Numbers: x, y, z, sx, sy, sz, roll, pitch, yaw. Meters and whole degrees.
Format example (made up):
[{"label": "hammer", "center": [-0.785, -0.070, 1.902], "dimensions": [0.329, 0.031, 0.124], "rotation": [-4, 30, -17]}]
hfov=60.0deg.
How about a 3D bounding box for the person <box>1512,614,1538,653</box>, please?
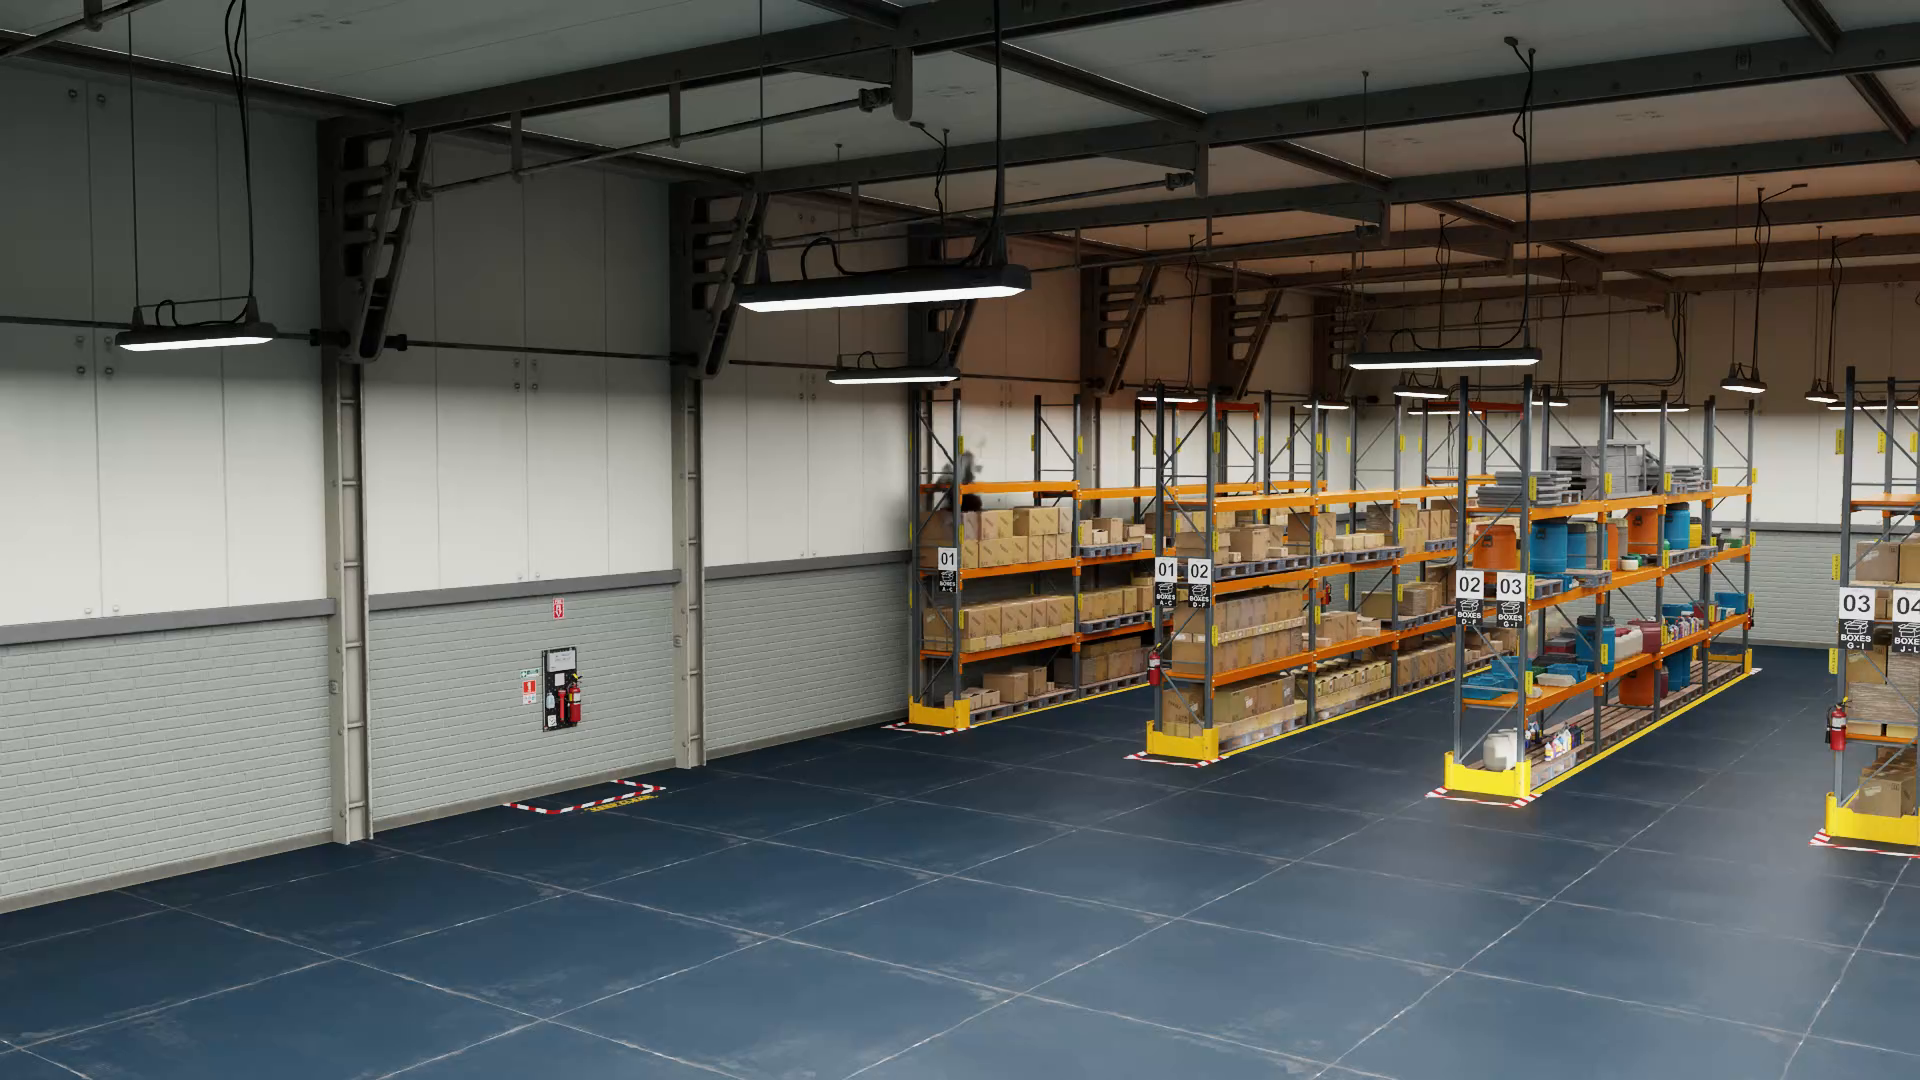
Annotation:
[{"label": "person", "center": [11.478, 2.271, 33.641], "dimensions": [0.574, 1.638, 0.806], "rotation": [2, 4, 25]}]
